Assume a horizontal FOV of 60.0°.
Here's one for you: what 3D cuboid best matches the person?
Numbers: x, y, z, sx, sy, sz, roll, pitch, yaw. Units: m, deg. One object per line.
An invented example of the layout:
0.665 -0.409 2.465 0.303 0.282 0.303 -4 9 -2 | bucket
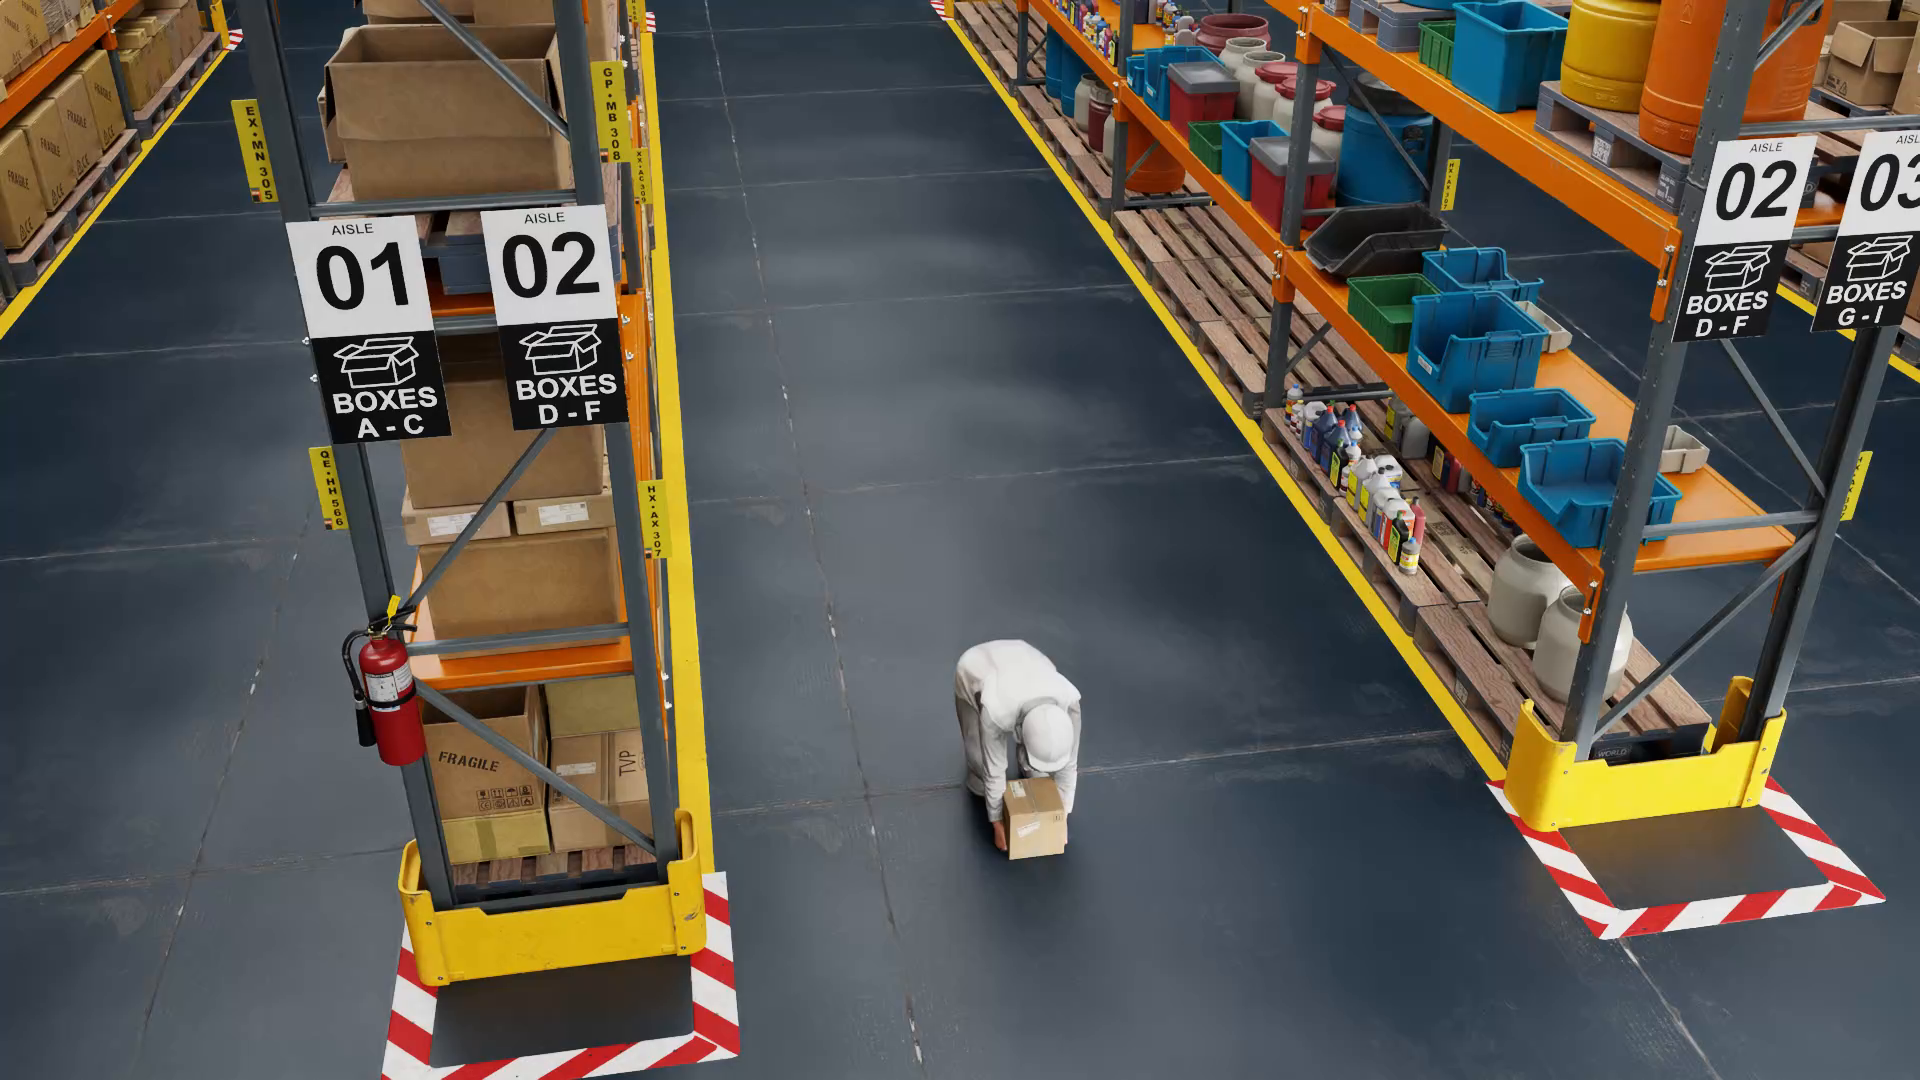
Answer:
0.257 0.390 7.457 0.494 1.762 0.559 -5 31 -8 | person
